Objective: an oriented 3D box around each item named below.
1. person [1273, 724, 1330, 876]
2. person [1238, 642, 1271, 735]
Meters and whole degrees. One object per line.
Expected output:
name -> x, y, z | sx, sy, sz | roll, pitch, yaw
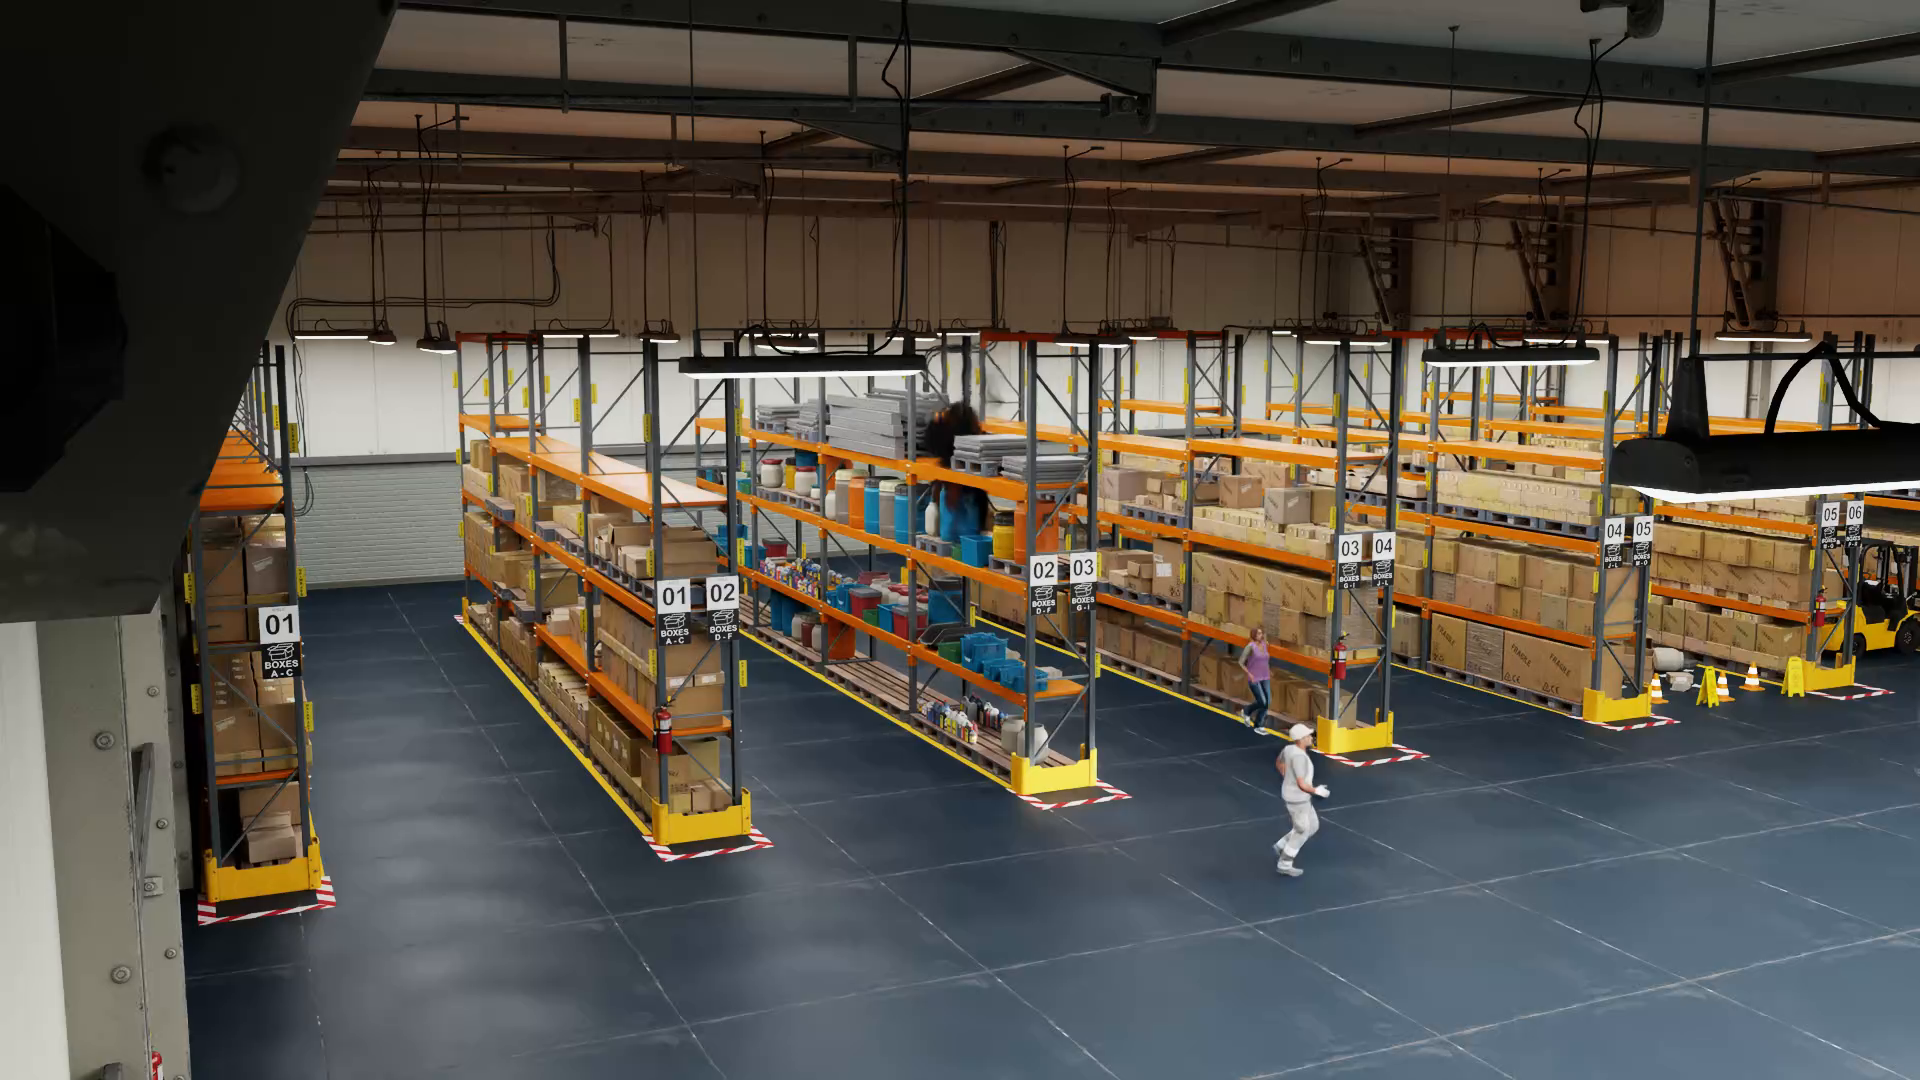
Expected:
person -> 3.870, 2.930, 18.856 | 0.600, 1.743, 0.692 | 0, 8, 3
person -> 4.321, 2.139, 24.126 | 0.527, 1.336, 0.496 | -4, 9, -30
